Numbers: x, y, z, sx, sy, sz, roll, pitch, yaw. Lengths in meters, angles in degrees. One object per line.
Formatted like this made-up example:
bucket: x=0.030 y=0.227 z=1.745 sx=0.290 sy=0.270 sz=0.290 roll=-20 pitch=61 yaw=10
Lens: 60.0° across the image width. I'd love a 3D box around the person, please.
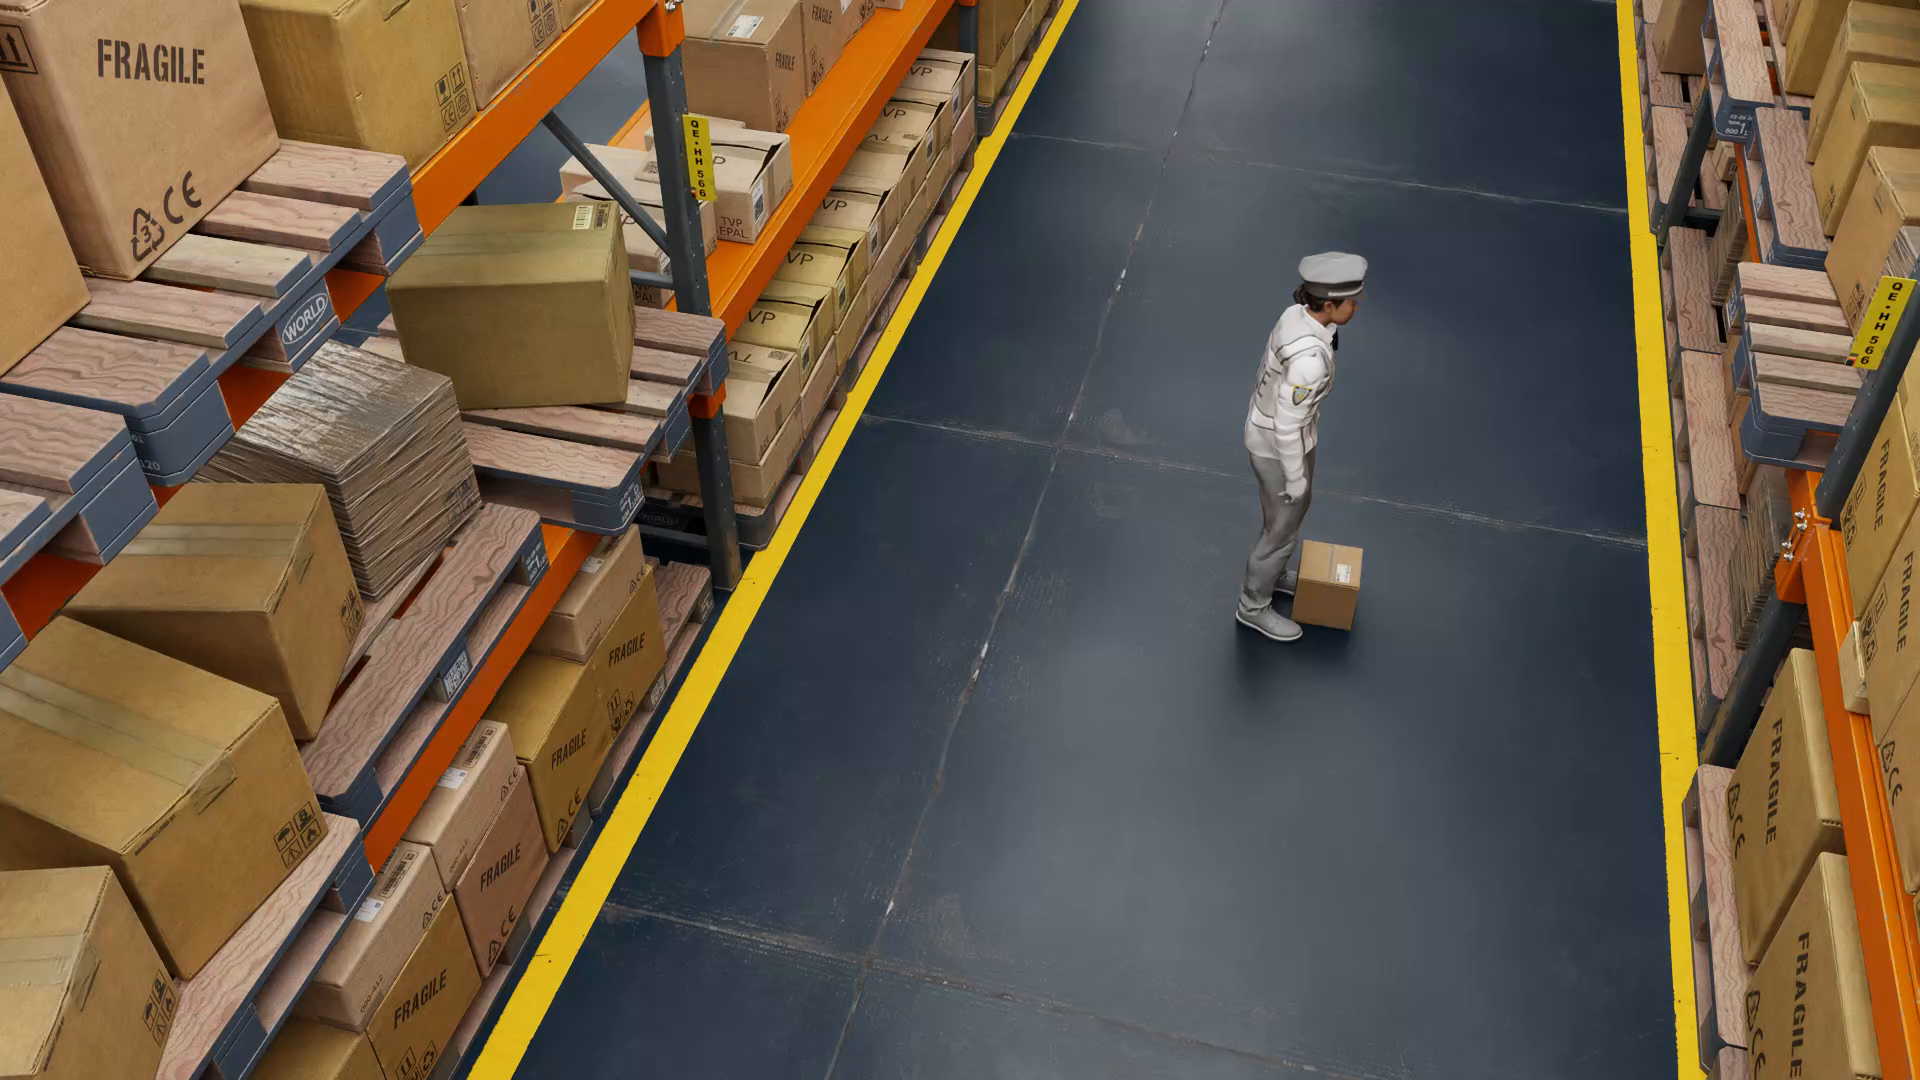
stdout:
person: x=1.331 y=-0.378 z=6.587 sx=0.415 sy=1.662 sz=0.541 roll=8 pitch=42 yaw=9
